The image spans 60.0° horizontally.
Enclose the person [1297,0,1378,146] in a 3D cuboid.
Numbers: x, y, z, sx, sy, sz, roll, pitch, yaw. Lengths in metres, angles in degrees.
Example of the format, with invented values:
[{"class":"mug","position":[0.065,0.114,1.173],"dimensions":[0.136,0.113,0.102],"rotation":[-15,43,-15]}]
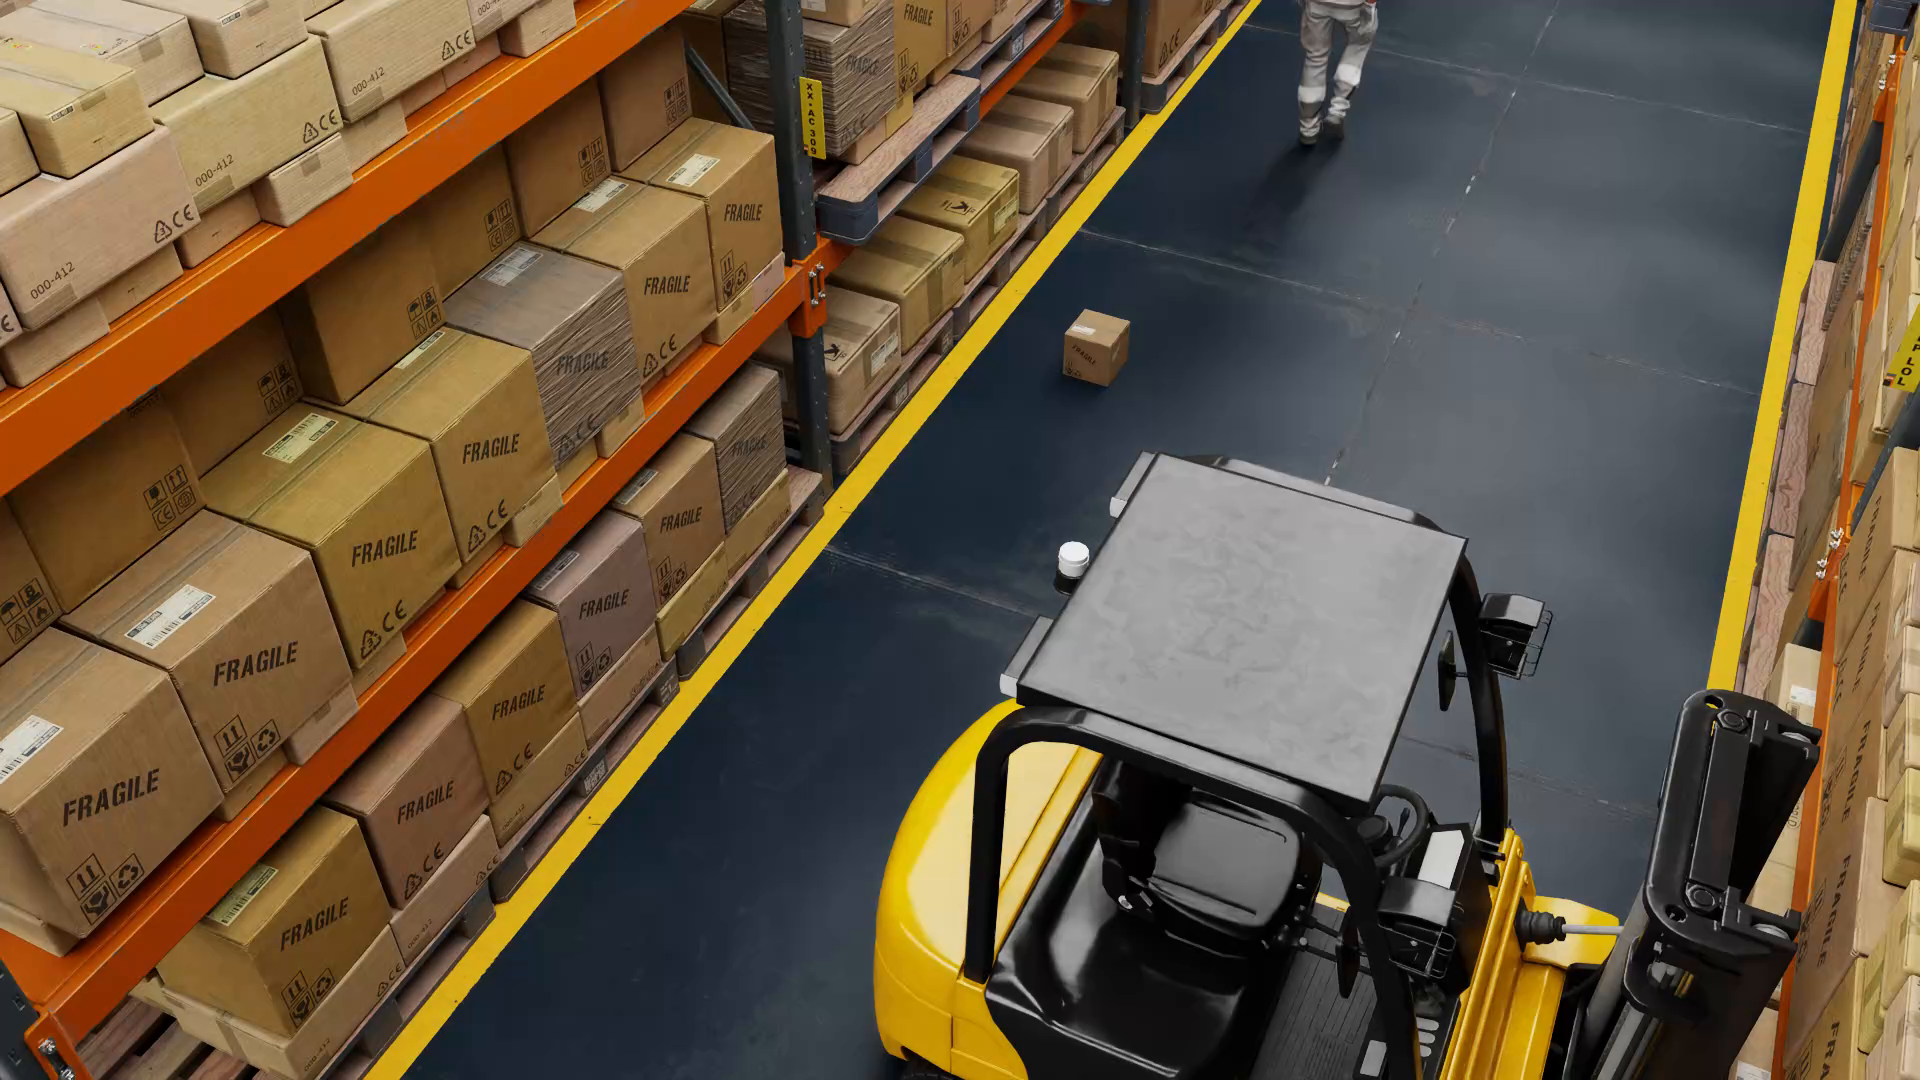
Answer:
[{"class":"person","position":[2.204,-3.182,9.701],"dimensions":[0.525,1.806,0.448],"rotation":[15,44,16]}]
